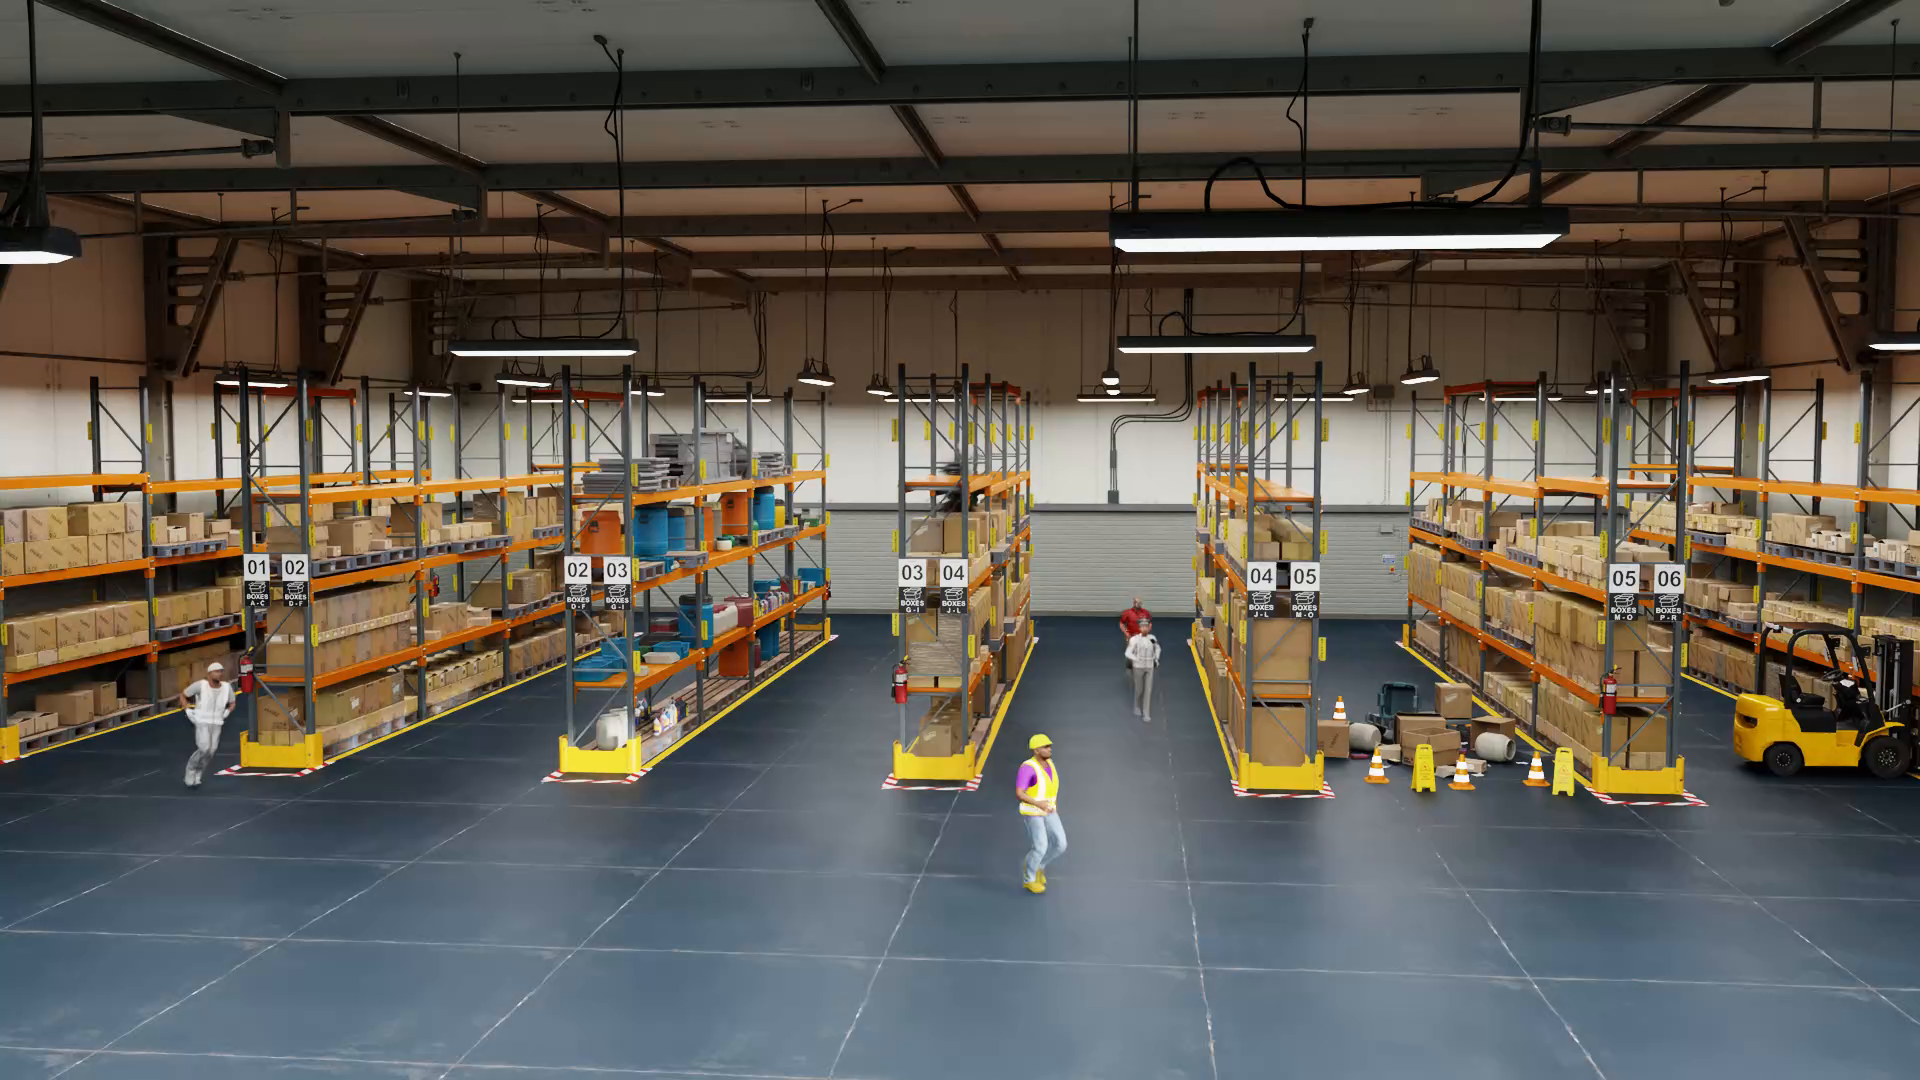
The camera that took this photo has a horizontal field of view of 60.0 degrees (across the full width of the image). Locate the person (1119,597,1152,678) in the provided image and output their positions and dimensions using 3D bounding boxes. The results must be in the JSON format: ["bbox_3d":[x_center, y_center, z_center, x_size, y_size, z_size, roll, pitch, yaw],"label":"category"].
[{"bbox_3d":[3.494,1.948,32.889,0.680,1.657,0.826,0,4,-7],"label":"person"}]

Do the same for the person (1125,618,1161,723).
[{"bbox_3d":[3.024,2.110,27.228,0.618,1.670,0.803,0,4,-6],"label":"person"}]

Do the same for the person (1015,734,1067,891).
[{"bbox_3d":[0.898,2.970,18.088,0.568,1.726,0.702,3,5,41],"label":"person"}]

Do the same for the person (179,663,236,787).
[{"bbox_3d":[-10.641,2.611,23.640,0.591,1.734,0.714,3,5,39],"label":"person"}]
